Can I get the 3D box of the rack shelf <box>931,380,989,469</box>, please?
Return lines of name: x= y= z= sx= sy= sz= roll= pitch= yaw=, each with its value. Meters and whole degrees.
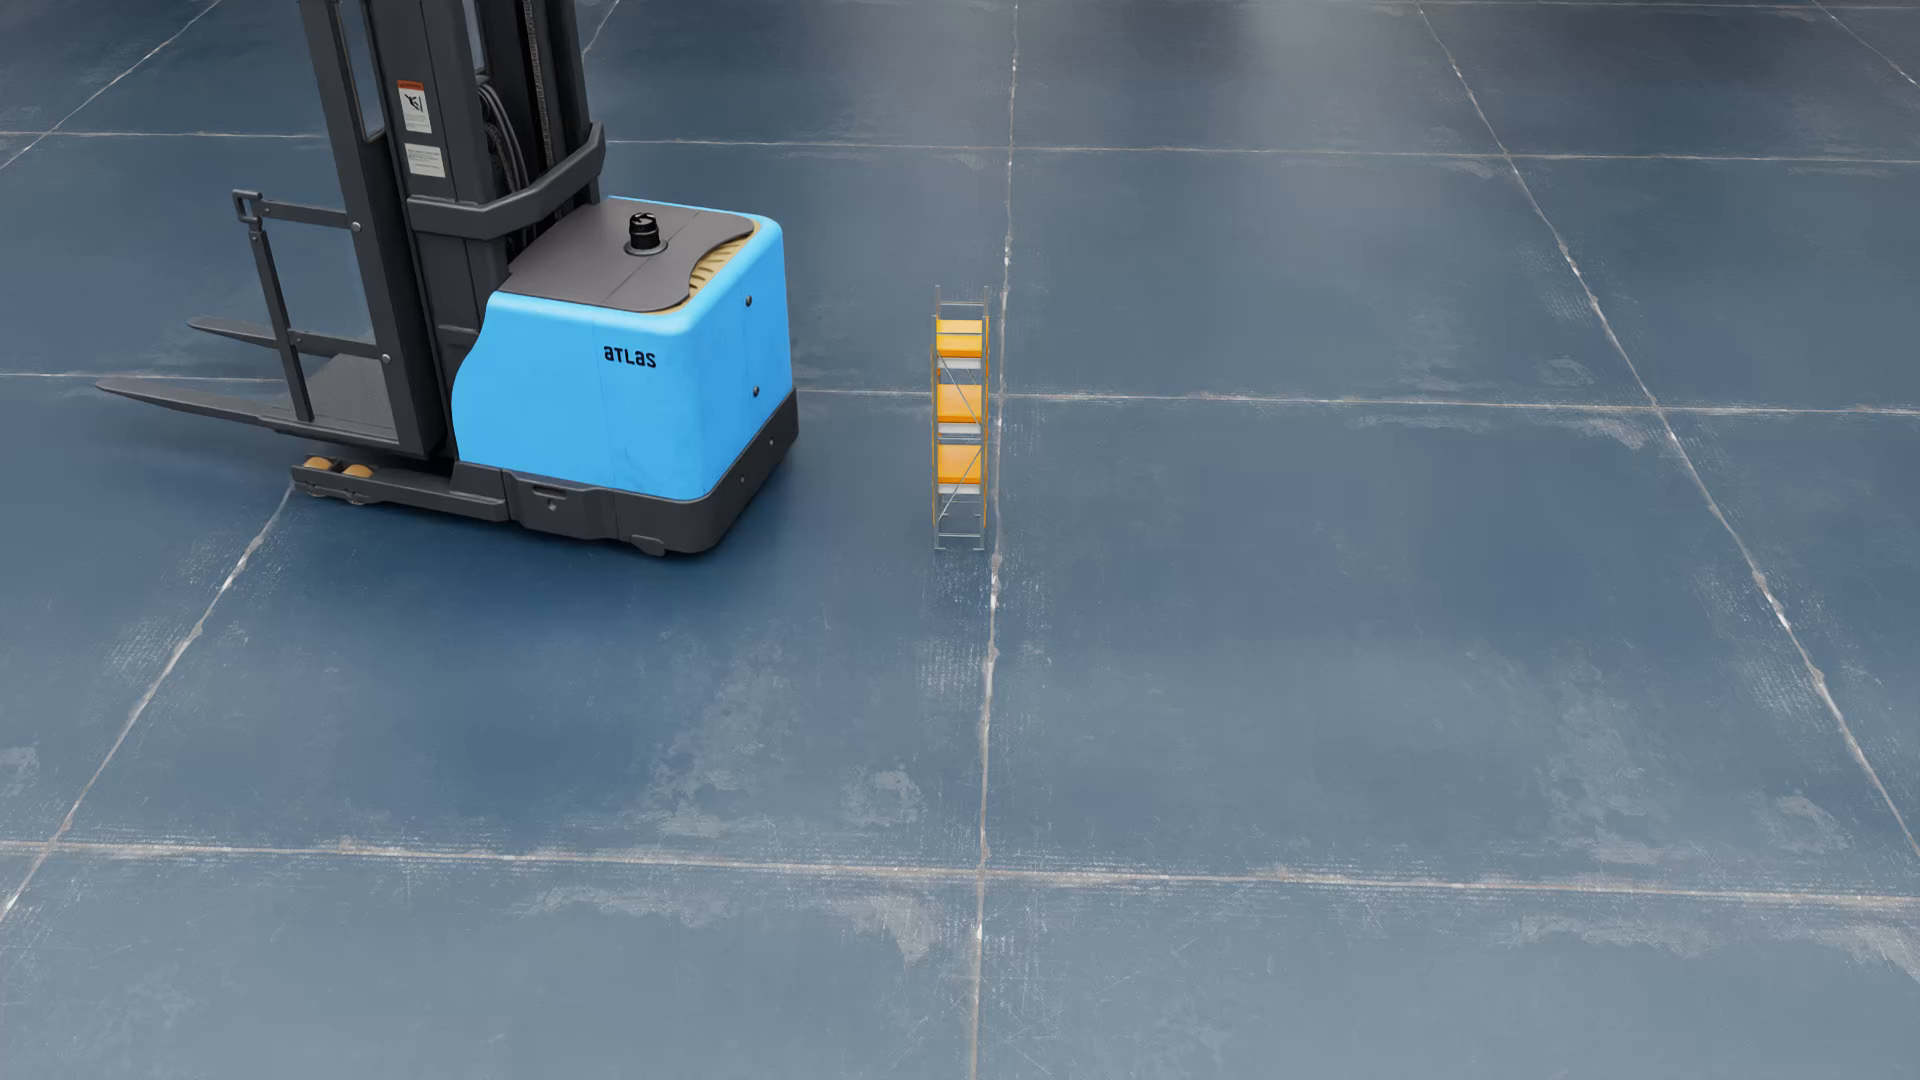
rack shelf: x=0.002 y=-0.452 z=6.498 sx=0.215 sy=0.259 sz=0.240 roll=1 pitch=35 yaw=2

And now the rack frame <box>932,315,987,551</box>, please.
rack frame: x=-0.003 y=-0.390 z=6.392 sx=0.200 sy=1.050 sz=0.008 roll=1 pitch=35 yaw=2

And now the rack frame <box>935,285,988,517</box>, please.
rack frame: x=0.007 y=-0.530 z=6.592 sx=0.200 sy=1.050 sz=0.008 roll=1 pitch=35 yaw=2

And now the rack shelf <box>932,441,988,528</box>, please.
rack shelf: x=0.002 y=-0.224 z=6.658 sx=0.215 sy=0.259 sz=0.240 roll=1 pitch=35 yaw=2

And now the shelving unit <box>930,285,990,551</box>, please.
shelving unit: x=0.002 y=-0.460 z=6.492 sx=0.215 sy=1.050 sz=0.252 roll=1 pitch=35 yaw=2

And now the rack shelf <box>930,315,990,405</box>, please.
rack shelf: x=0.002 y=-0.684 z=6.335 sx=0.215 sy=0.259 sz=0.240 roll=1 pitch=35 yaw=2

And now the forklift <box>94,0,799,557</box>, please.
forklift: x=-2.281 y=-1.623 z=6.510 sx=3.031 sy=2.935 sz=1.130 roll=10 pitch=36 yaw=14
